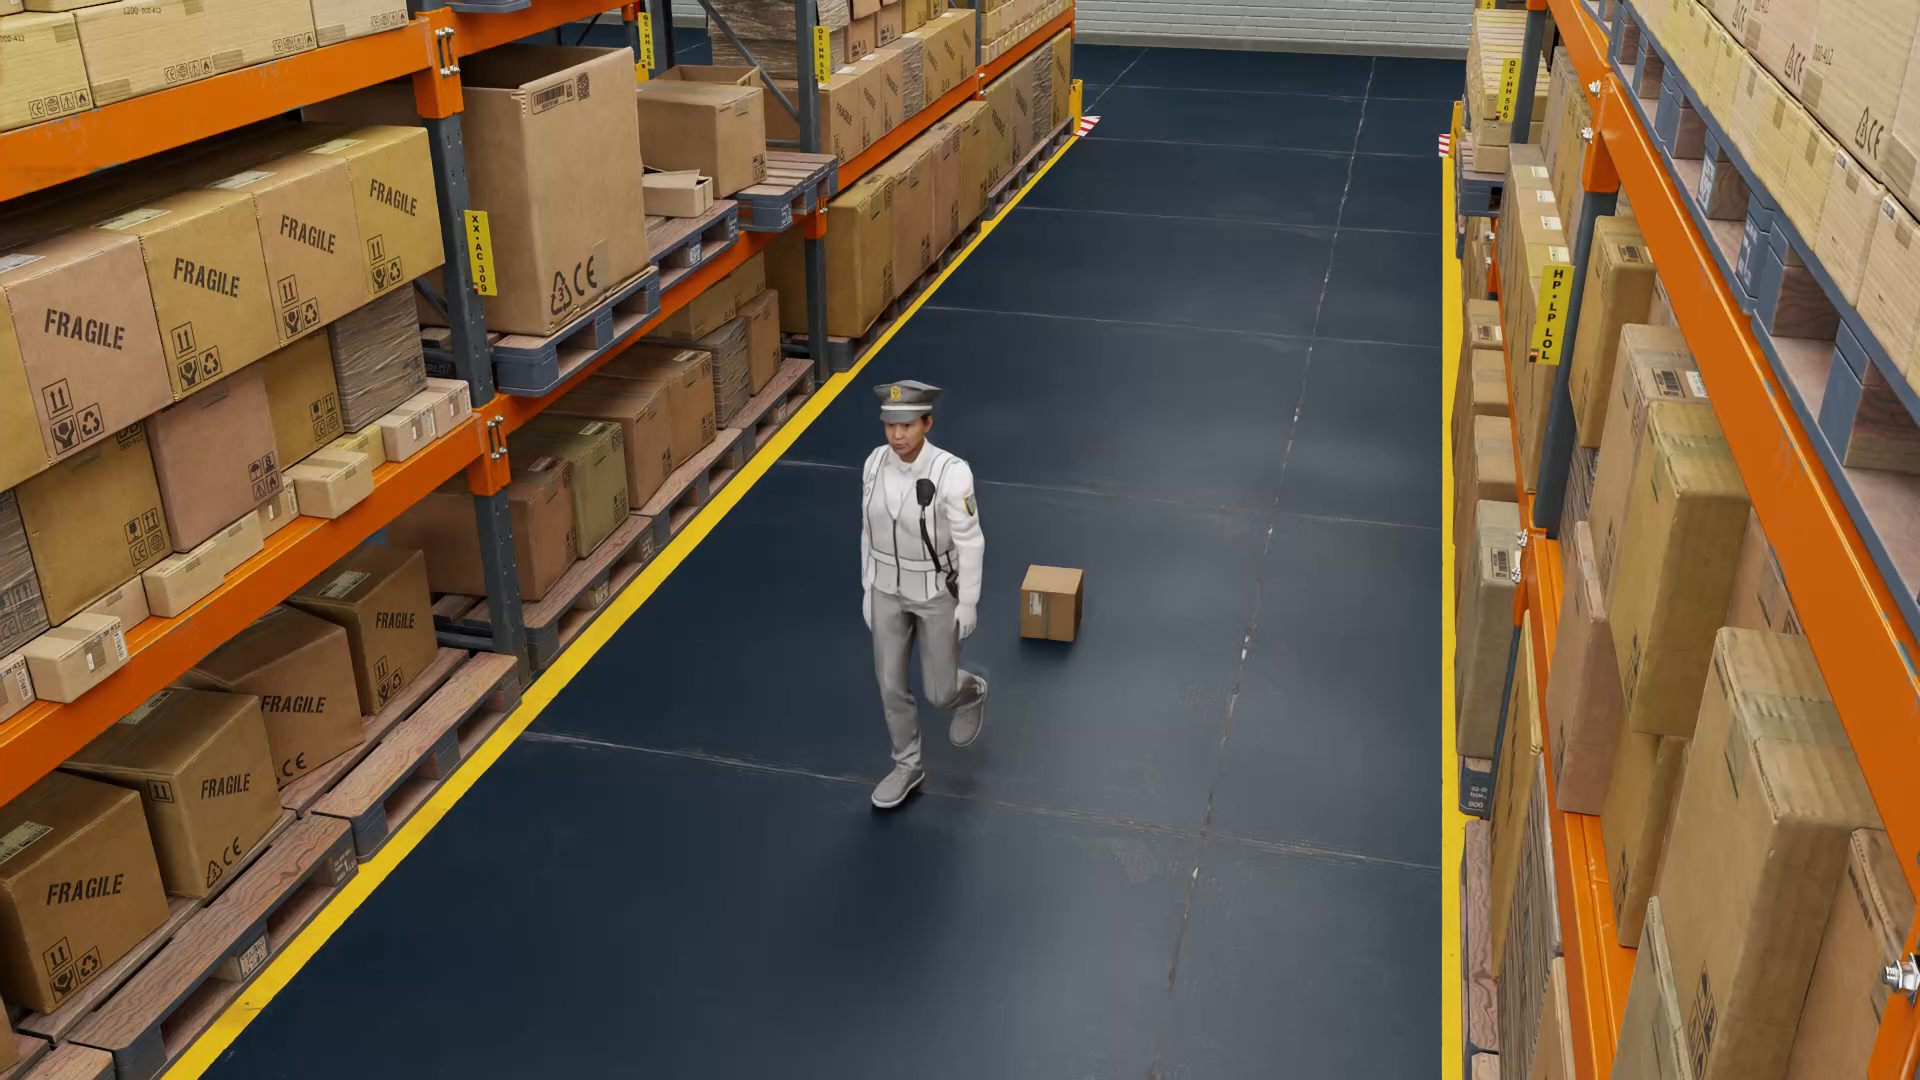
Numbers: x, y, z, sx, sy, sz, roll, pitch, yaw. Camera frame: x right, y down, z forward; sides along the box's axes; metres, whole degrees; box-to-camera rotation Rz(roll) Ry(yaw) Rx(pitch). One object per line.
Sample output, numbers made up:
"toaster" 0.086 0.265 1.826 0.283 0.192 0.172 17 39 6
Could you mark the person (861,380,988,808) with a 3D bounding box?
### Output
"person" -0.126 0.167 6.182 0.493 1.670 0.606 12 28 24
